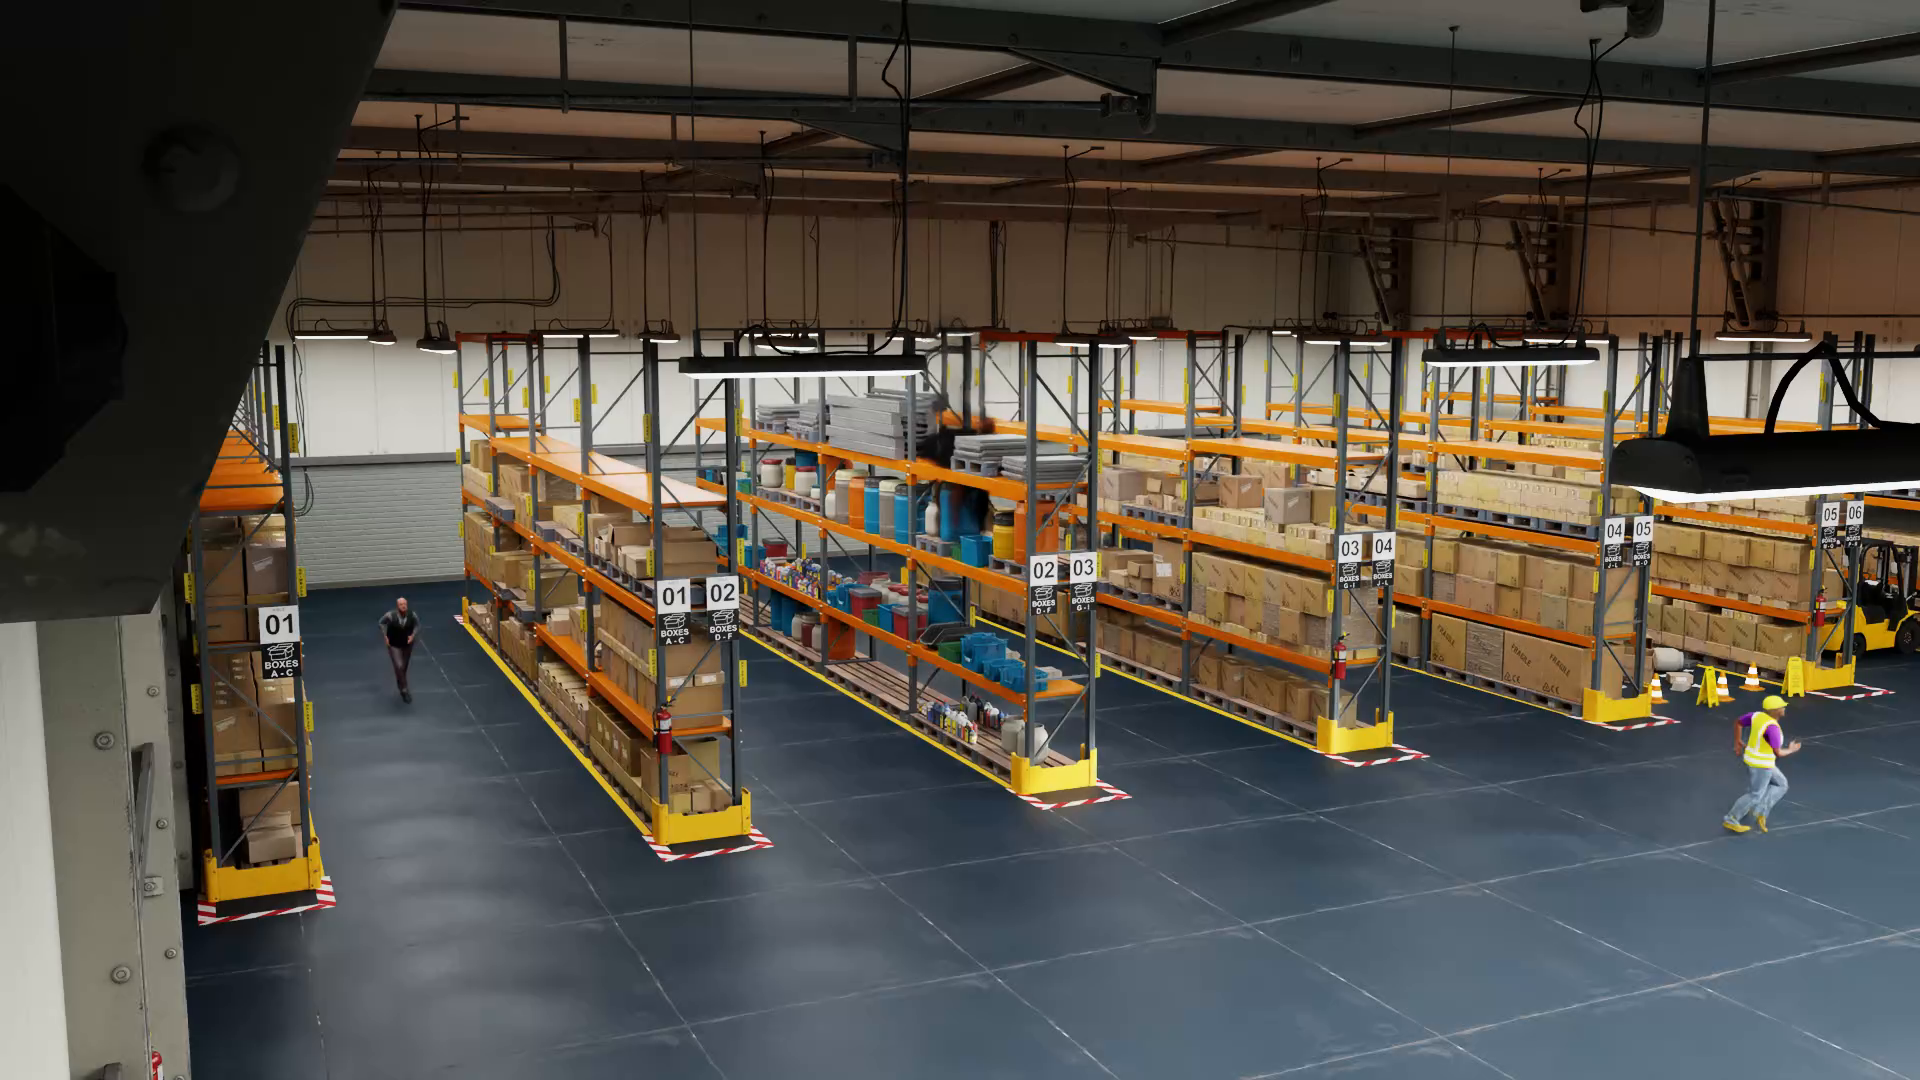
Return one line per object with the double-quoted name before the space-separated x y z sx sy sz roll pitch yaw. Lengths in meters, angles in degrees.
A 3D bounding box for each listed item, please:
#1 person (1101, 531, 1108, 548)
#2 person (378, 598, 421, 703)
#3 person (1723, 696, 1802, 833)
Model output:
"person" 3.553 -0.160 41.836 0.957 1.667 0.559 -6 10 -38
"person" -9.290 1.779 27.612 0.673 1.720 0.974 -4 9 -28
"person" 9.776 2.738 20.257 0.796 1.733 0.732 1 8 9
